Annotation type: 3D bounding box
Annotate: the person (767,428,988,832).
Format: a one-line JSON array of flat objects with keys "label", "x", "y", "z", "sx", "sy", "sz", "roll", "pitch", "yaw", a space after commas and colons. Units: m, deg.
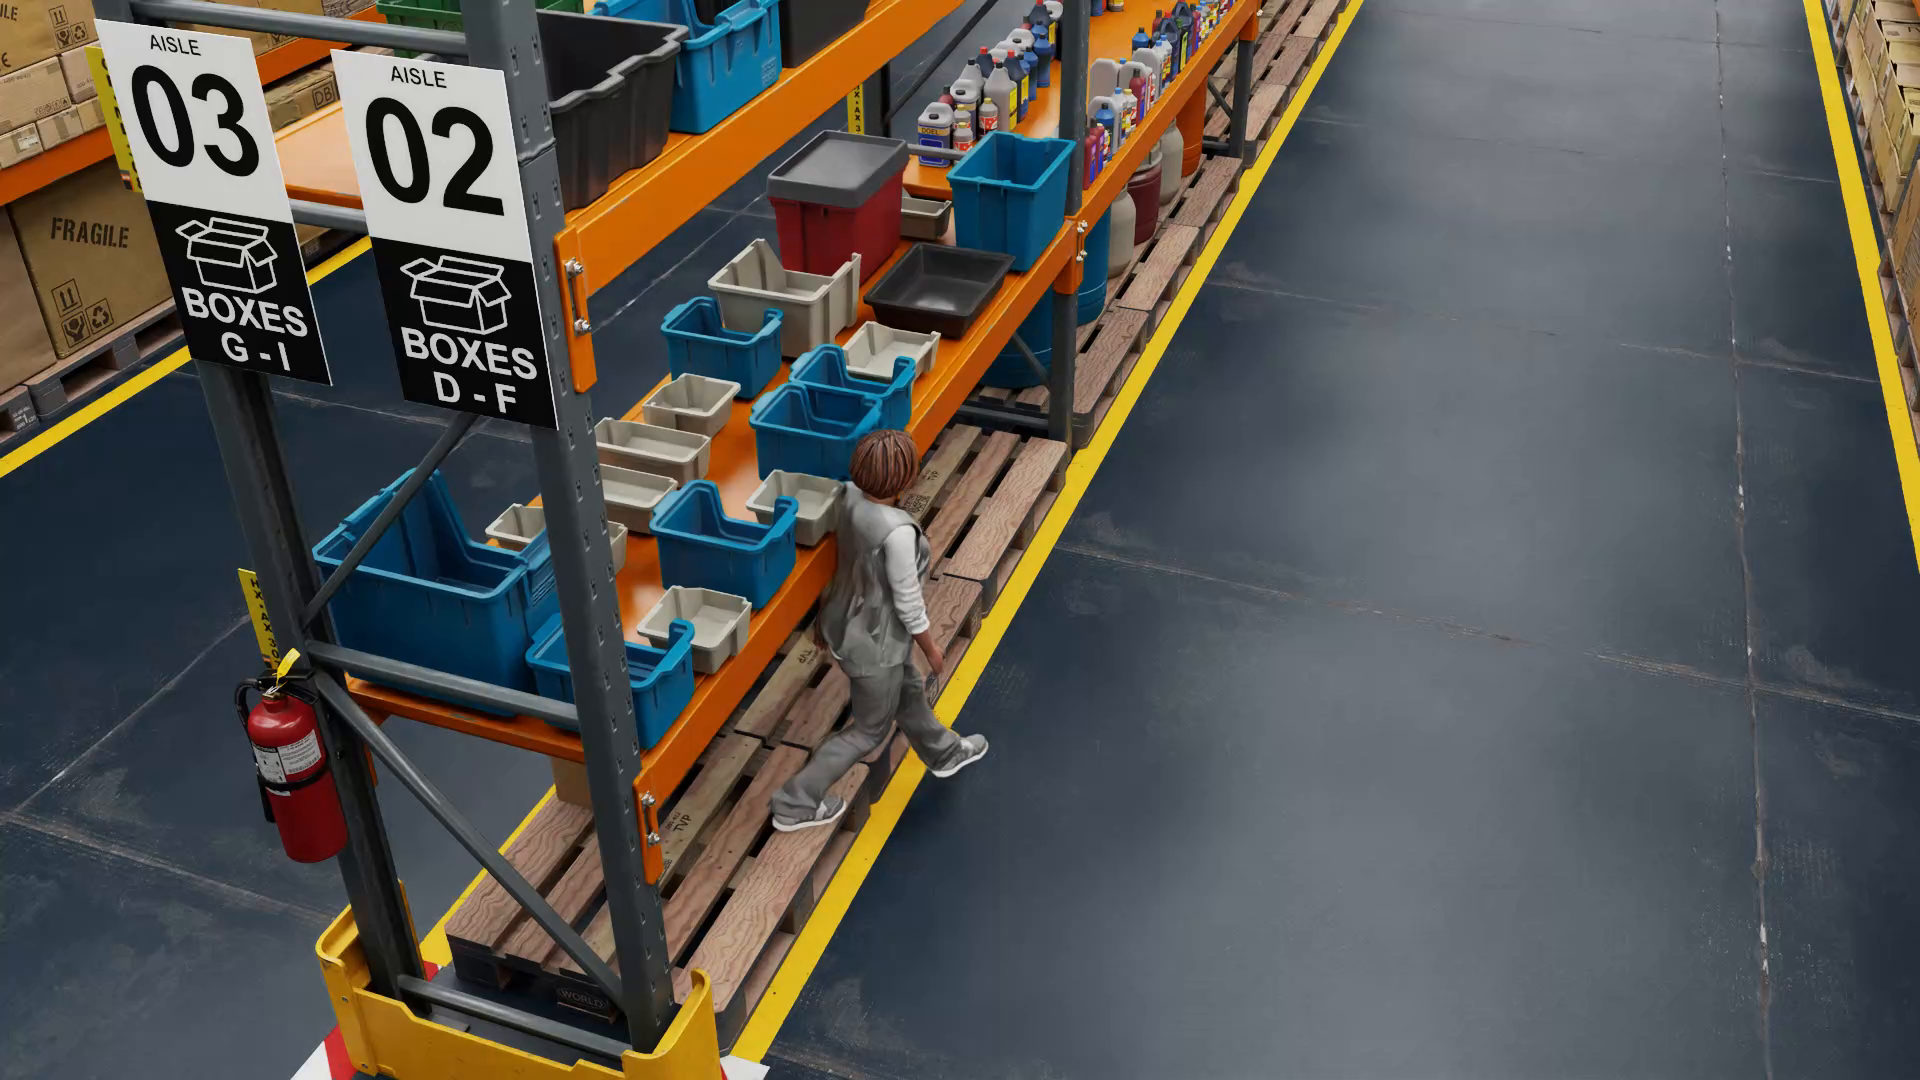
[{"label": "person", "x": -0.243, "y": 0.309, "z": 5.485, "sx": 0.903, "sy": 1.540, "sz": 0.422, "roll": -15, "pitch": 36, "yaw": -21}]
